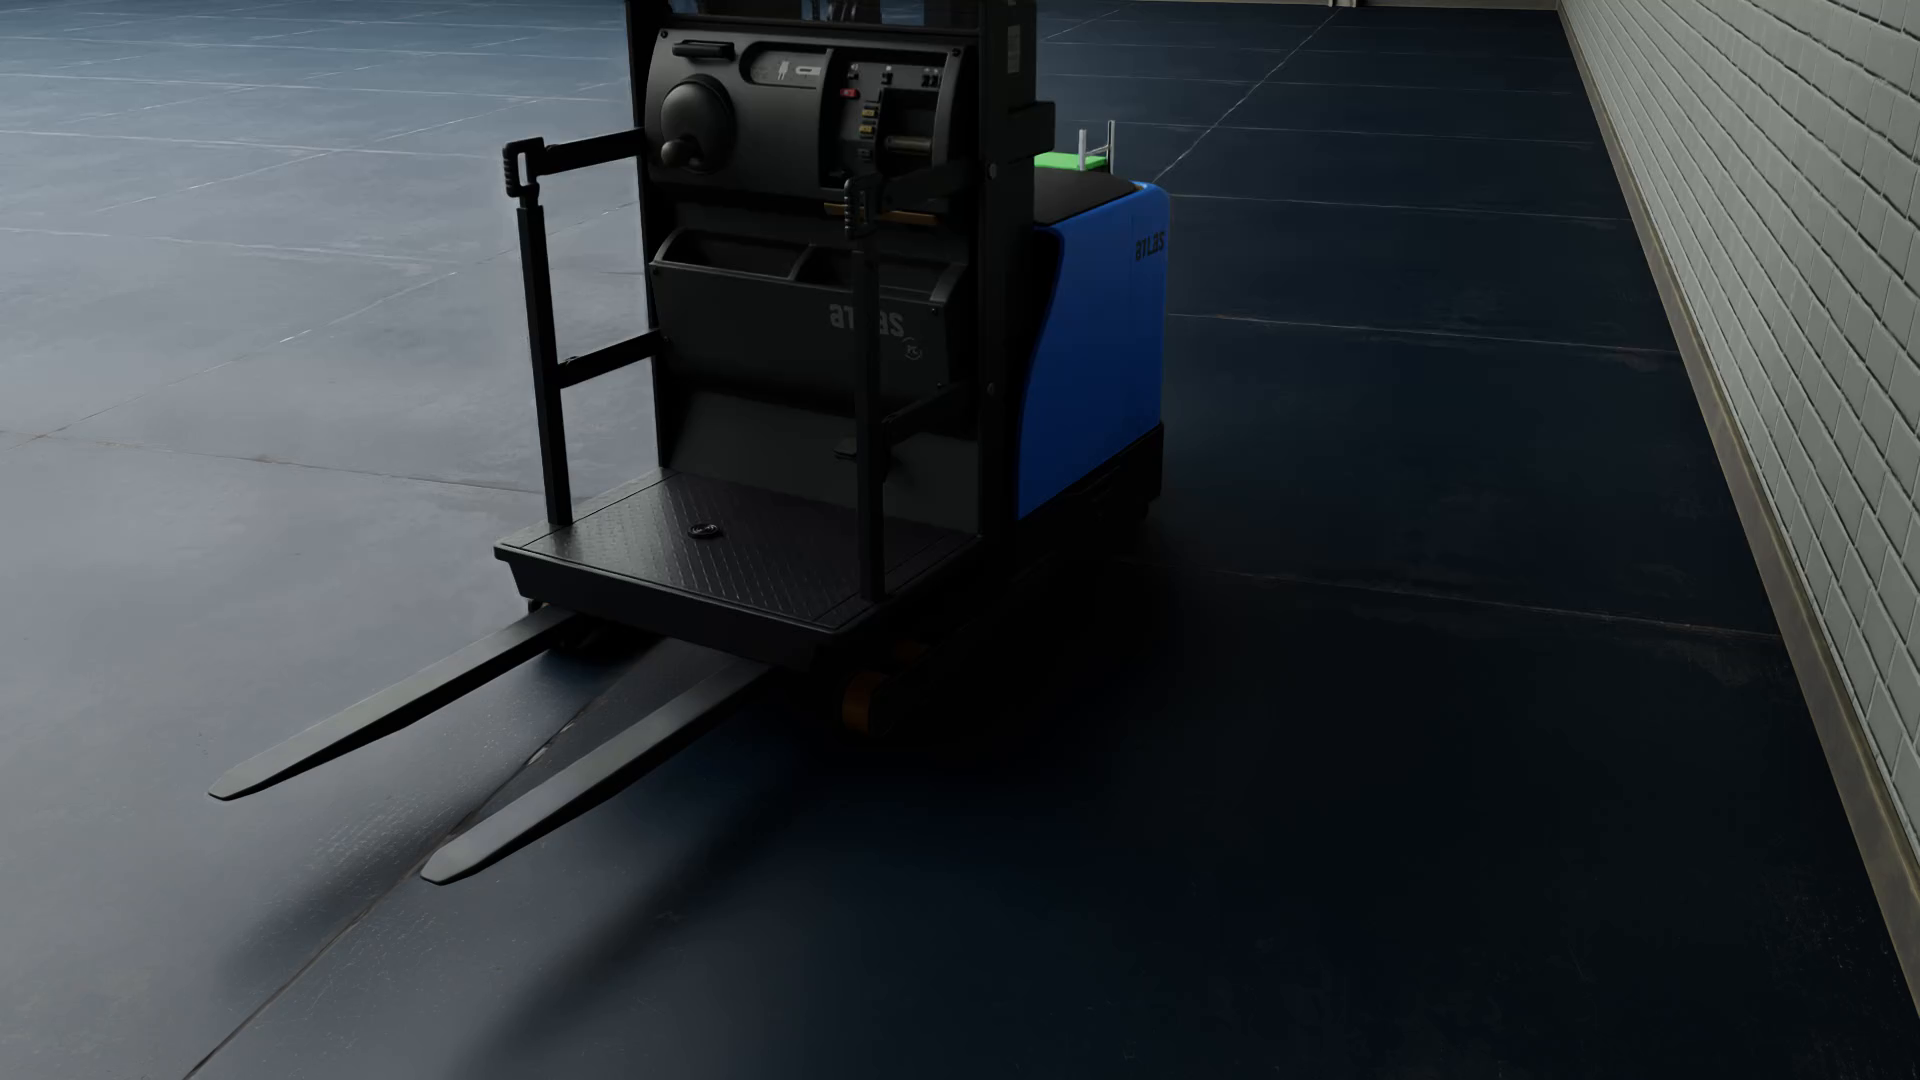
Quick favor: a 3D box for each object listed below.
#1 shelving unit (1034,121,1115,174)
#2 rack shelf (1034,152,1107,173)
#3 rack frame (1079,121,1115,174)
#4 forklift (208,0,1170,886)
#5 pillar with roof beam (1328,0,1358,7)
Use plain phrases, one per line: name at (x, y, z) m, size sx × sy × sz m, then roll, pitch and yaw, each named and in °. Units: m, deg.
shelving unit at (0.232, -0.831, 5.715) m, size 0.503 × 1.200 × 0.258 m, roll 12°, pitch 25°, yaw 27°
rack shelf at (0.232, -1.216, 5.557) m, size 0.480 × 0.148 × 0.258 m, roll 12°, pitch 25°, yaw 27°
rack frame at (0.445, -0.786, 5.604) m, size 0.015 × 1.200 × 0.240 m, roll 12°, pitch 25°, yaw 27°
forklift at (-0.508, -1.067, 4.009) m, size 1.130 × 2.935 × 3.031 m, roll 12°, pitch 25°, yaw 27°
pillar with roof beam at (4.353, -10.403, 18.773) m, size 0.400 × 9.000 × 9.100 m, roll 7°, pitch 23°, yaw 16°
